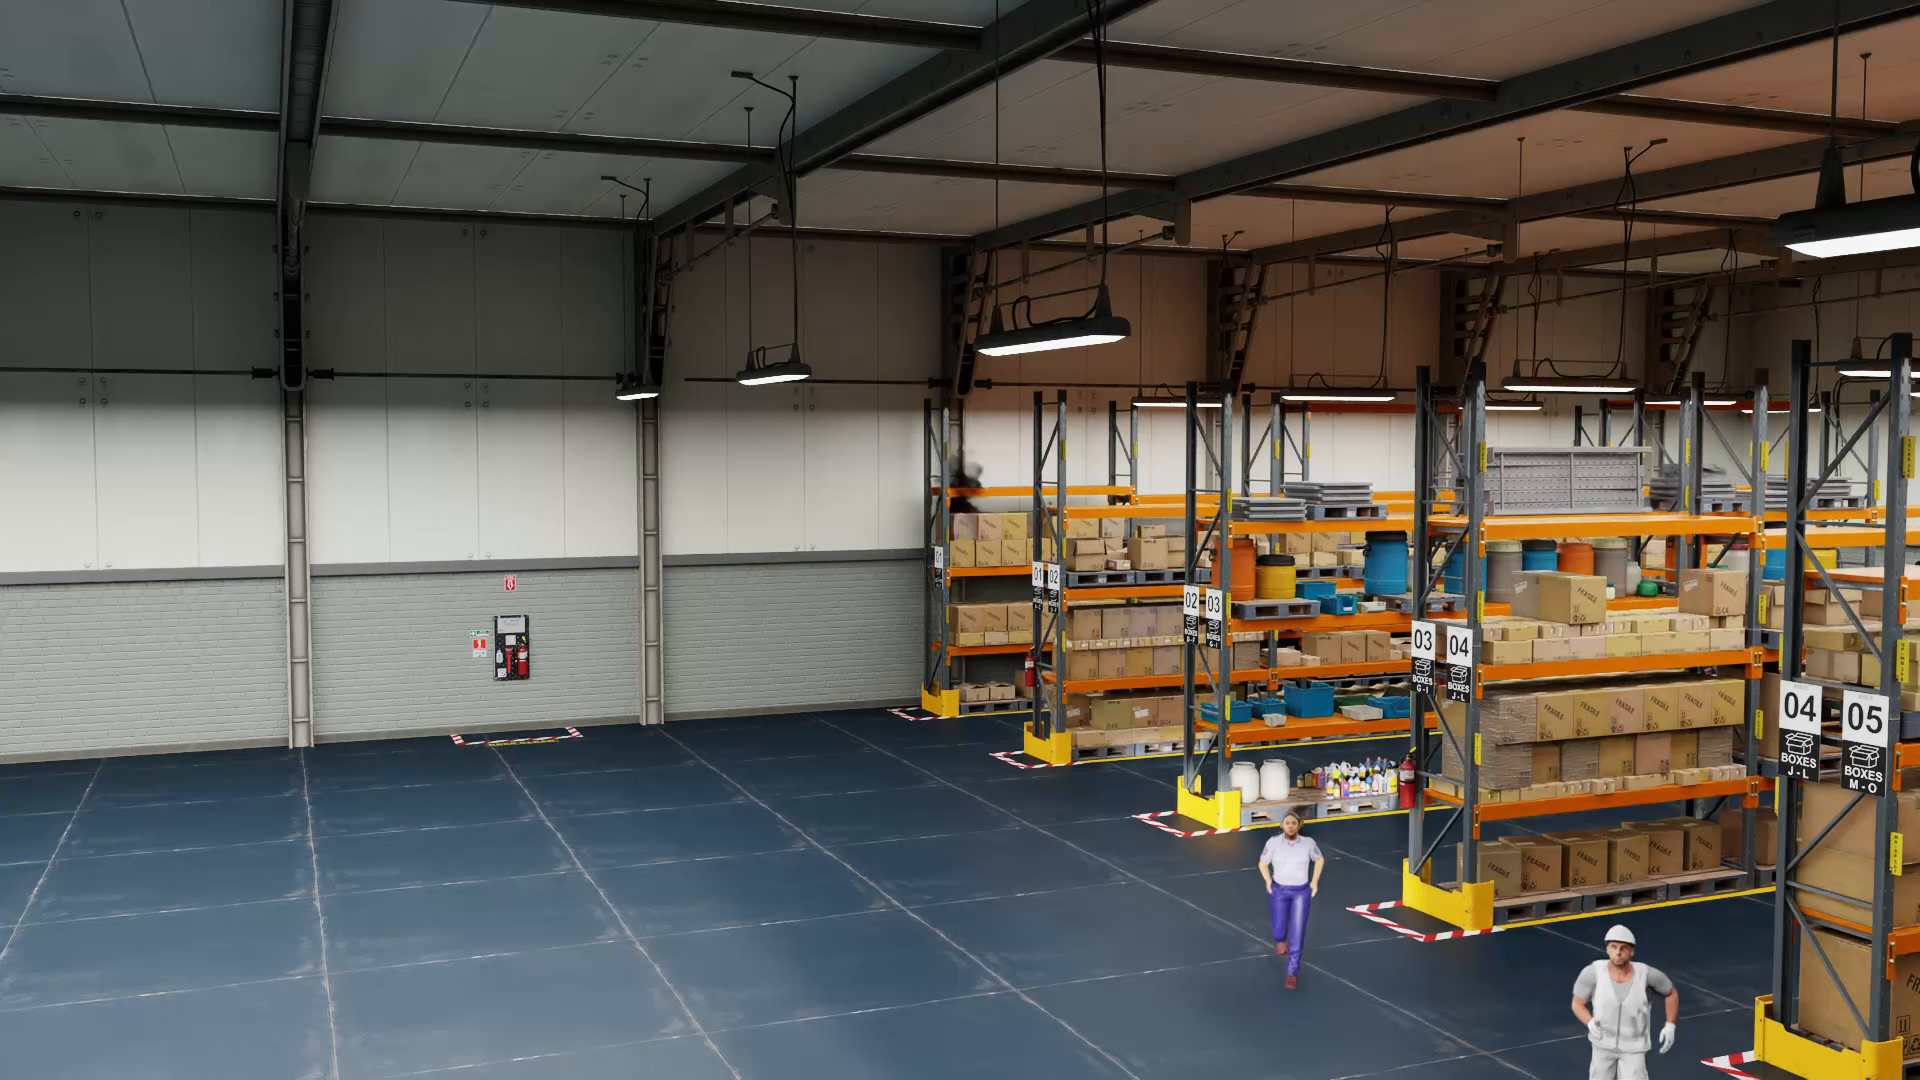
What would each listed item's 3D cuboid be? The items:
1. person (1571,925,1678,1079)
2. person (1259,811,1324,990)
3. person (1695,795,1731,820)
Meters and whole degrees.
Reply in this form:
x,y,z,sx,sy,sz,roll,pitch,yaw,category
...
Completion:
x,y,z,sx,sy,sz,roll,pitch,yaw,category
4.635,3.599,11.644,0.684,1.818,0.721,2,4,27,person
3.191,3.427,16.026,0.618,1.624,0.768,1,3,12,person
10.243,2.989,22.687,0.789,1.738,0.573,-2,4,-36,person
